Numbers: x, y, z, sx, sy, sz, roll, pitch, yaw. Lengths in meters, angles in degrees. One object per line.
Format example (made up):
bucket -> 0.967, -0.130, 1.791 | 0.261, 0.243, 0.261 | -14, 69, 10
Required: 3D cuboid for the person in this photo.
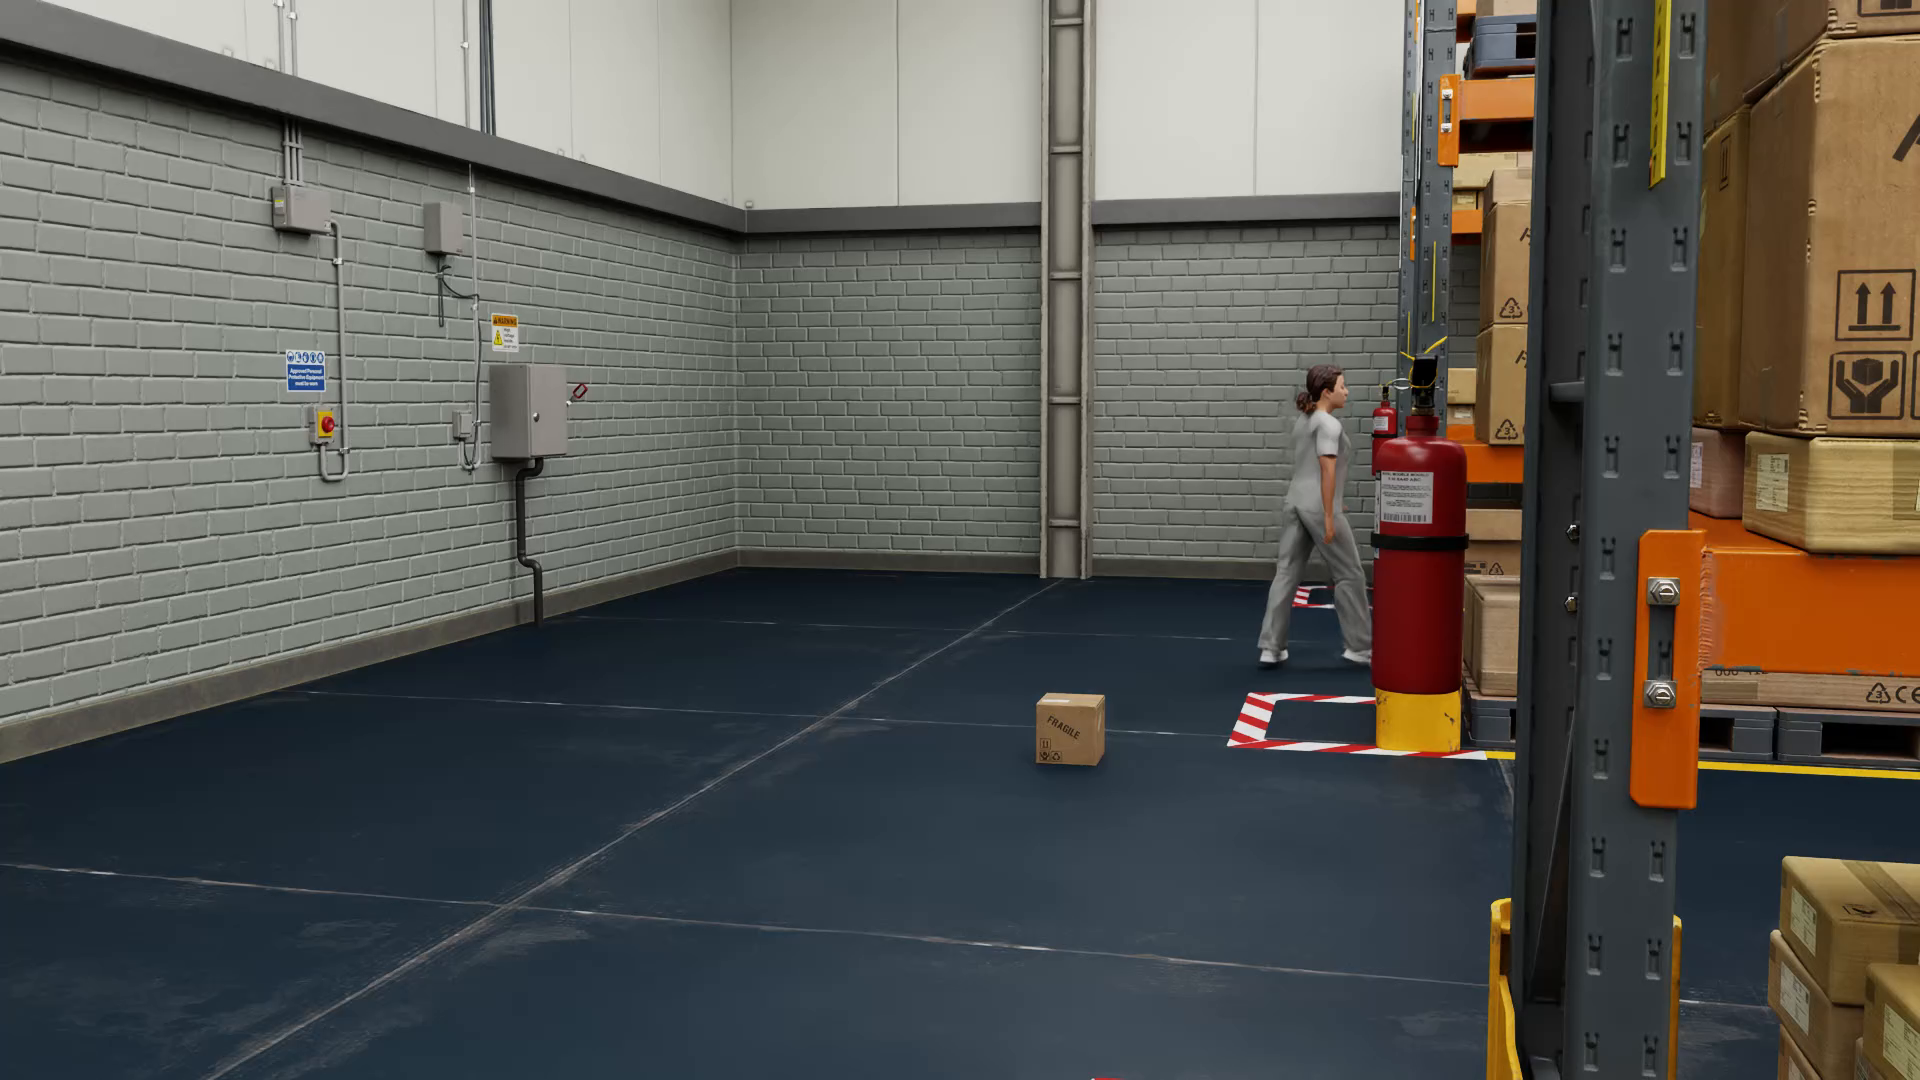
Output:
person -> 2.029, -0.131, 9.178 | 0.759, 1.665, 0.496 | -2, 5, -22
